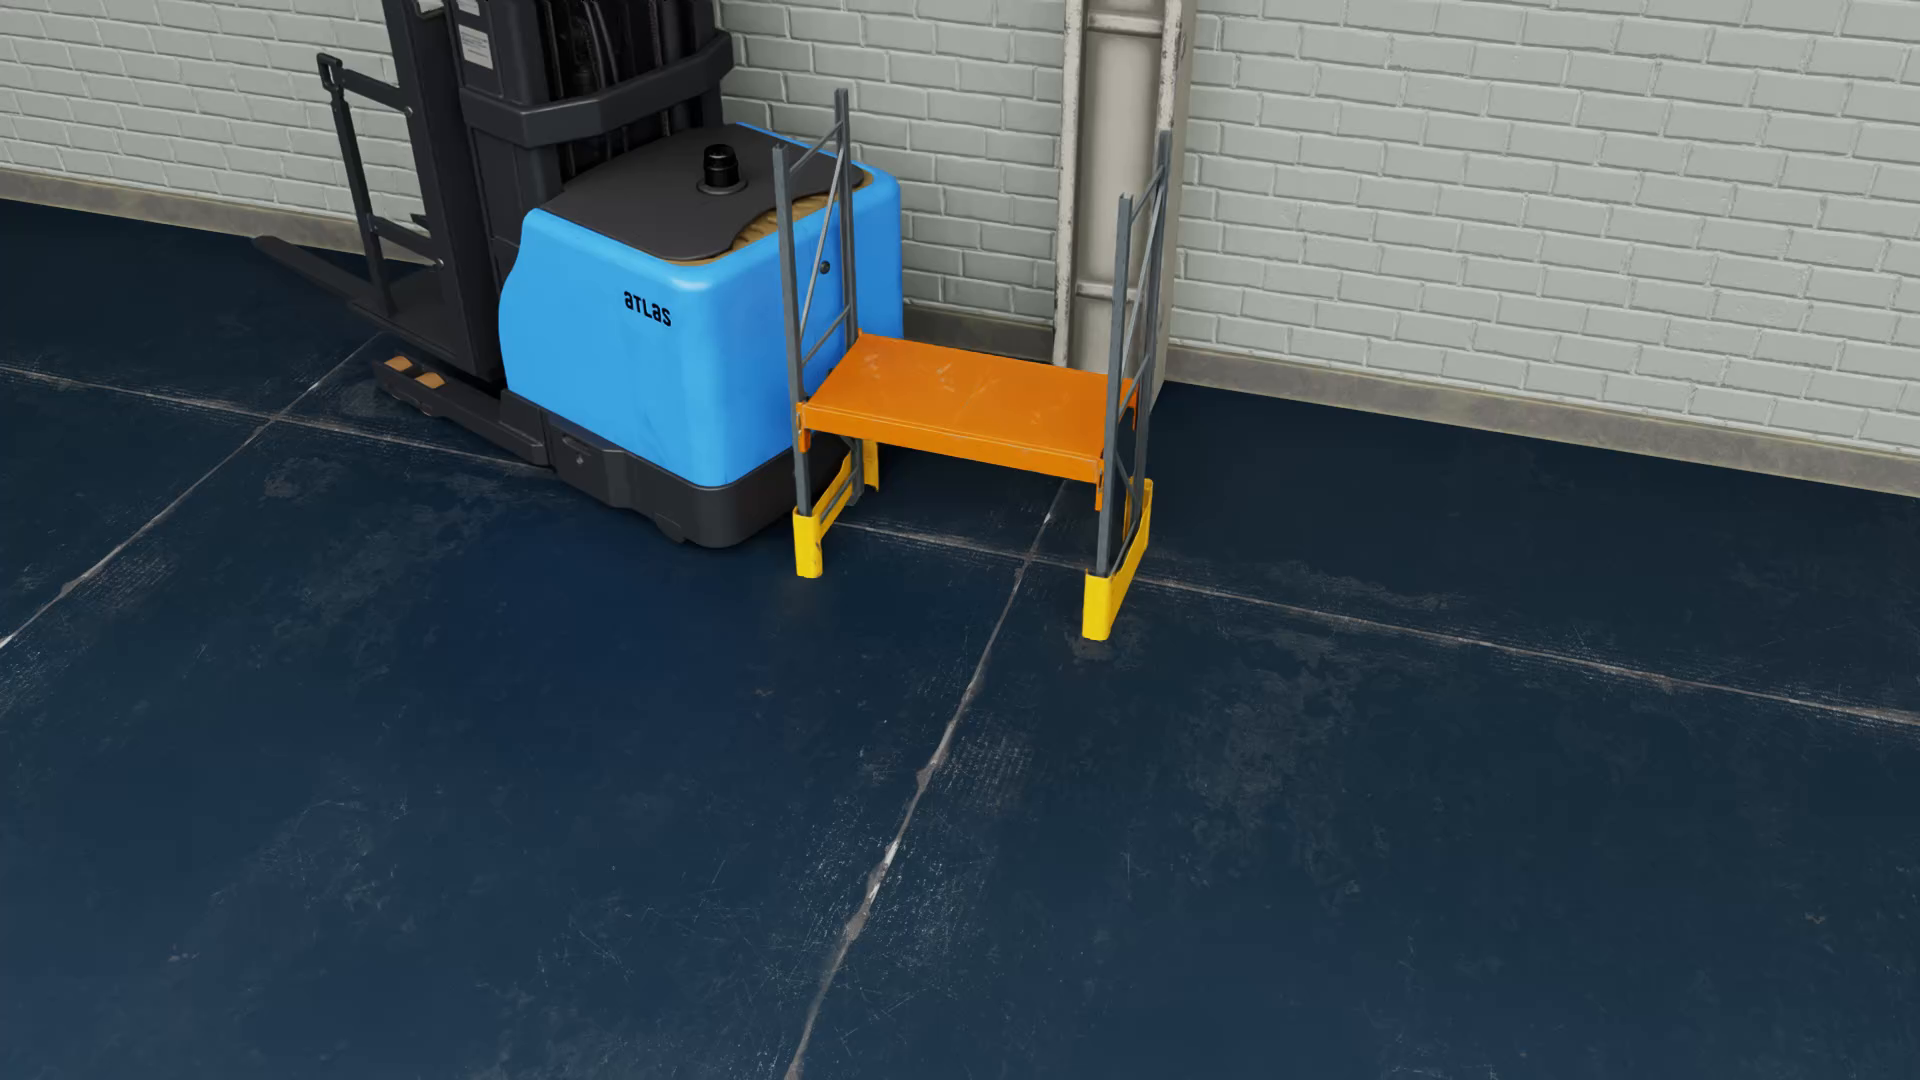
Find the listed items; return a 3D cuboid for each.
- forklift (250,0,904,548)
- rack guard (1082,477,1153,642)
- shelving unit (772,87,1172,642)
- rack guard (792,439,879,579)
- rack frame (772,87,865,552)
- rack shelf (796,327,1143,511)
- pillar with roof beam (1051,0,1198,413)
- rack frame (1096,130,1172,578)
[{"bbox_3d":[-1.651,-1.875,5.824,3.031,2.935,1.130,26,43,30],"label":"forklift"},{"bbox_3d":[0.520,0.055,5.465,0.087,0.250,0.587,12,38,15],"label":"rack guard"},{"bbox_3d":[0.050,-0.545,5.226,1.083,1.500,0.587,12,38,15],"label":"shelving unit"},{"bbox_3d":[-0.421,-0.139,5.728,0.087,0.250,0.587,12,38,15],"label":"rack guard"},{"bbox_3d":[-0.439,-0.646,5.362,0.032,1.500,0.500,12,38,15],"label":"rack frame"},{"bbox_3d":[0.041,-0.402,5.335,1.000,0.185,0.538,12,38,15],"label":"rack shelf"},{"bbox_3d":[-0.697,-1.794,0.596,0.400,9.000,9.100,10,38,14],"label":"pillar with roof beam"},{"bbox_3d":[0.522,-0.448,5.094,0.032,1.500,0.500,12,38,15],"label":"rack frame"}]
